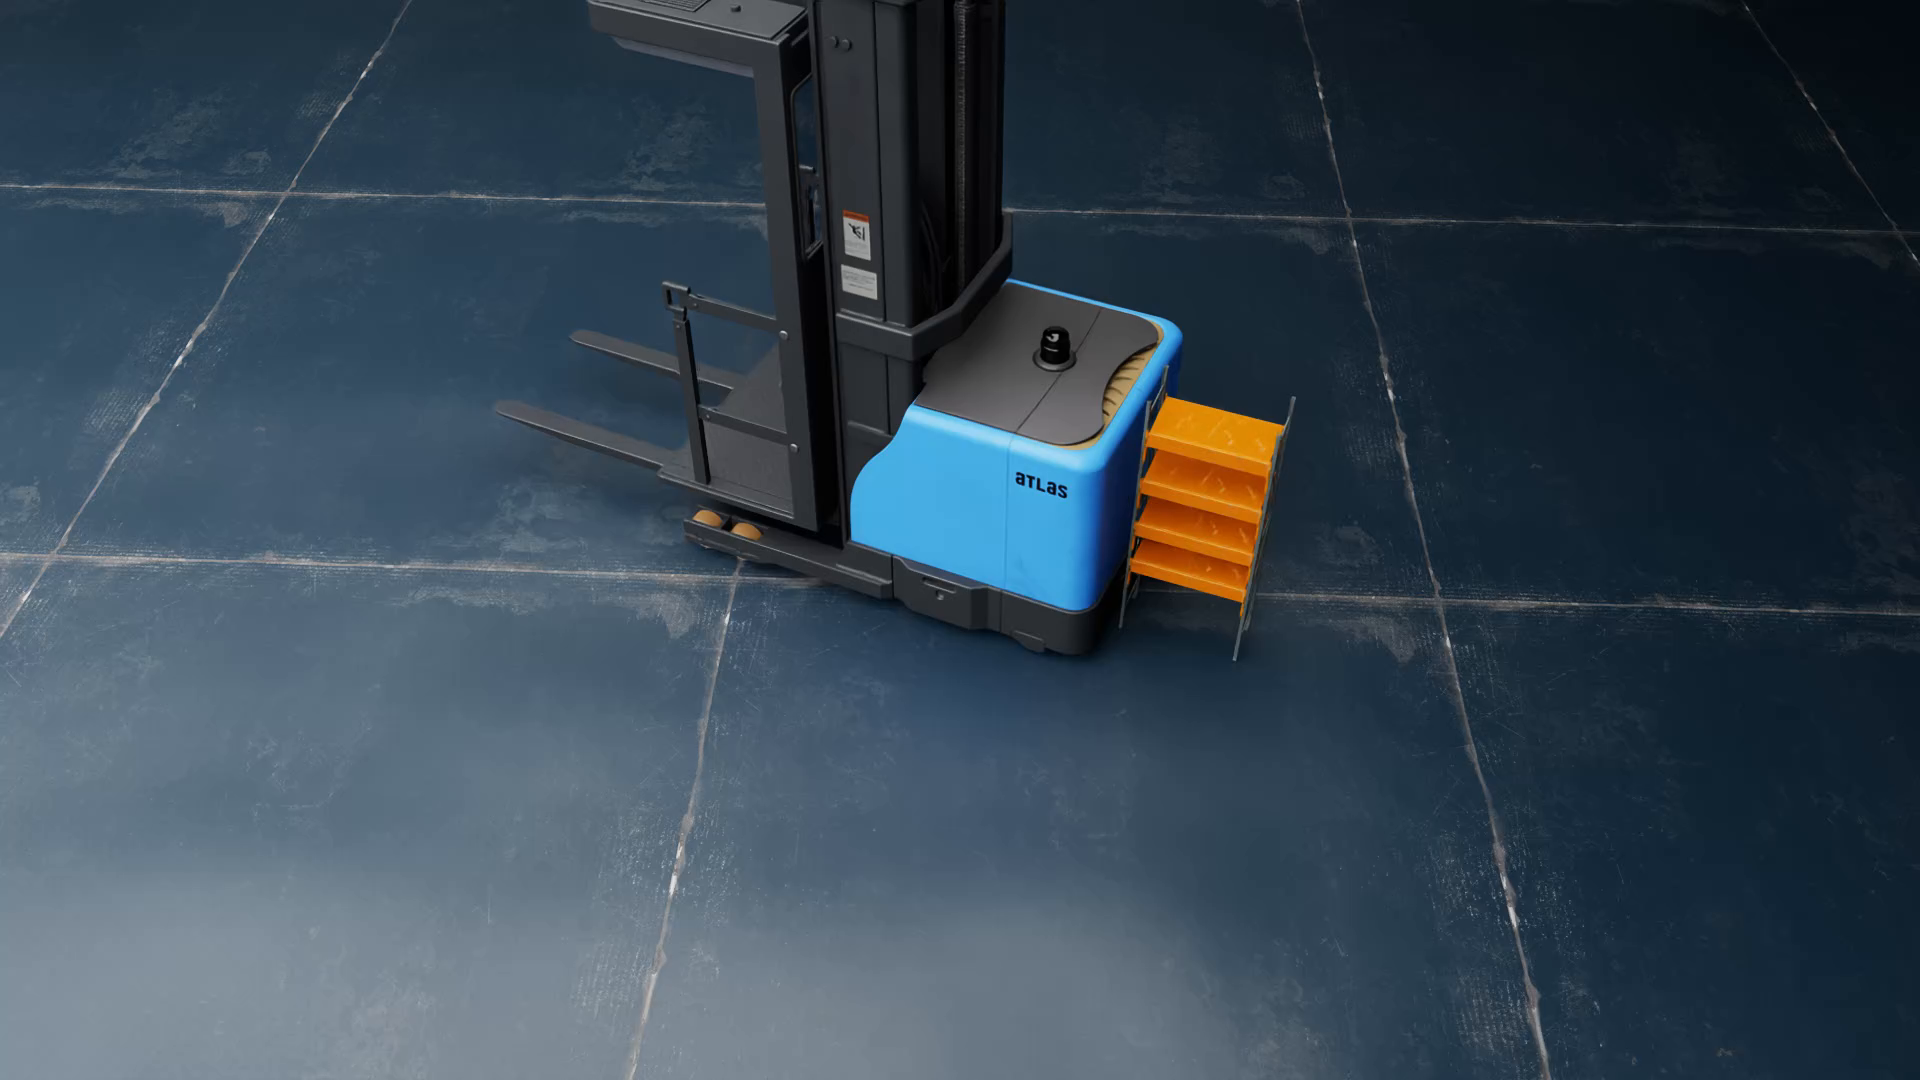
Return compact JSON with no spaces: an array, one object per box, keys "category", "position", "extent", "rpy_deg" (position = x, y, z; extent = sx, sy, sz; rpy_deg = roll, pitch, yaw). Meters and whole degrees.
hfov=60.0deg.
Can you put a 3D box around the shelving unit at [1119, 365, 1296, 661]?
[{"category":"shelving unit","position":[0.951,-0.082,6.535],"extent":[0.503,1.200,0.258],"rpy_deg":[16,45,15]}]

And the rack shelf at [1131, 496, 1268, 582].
[{"category":"rack shelf","position":[0.950,-0.033,6.581],"extent":[0.480,0.148,0.258],"rpy_deg":[16,45,15]}]

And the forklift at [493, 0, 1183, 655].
[{"category":"forklift","position":[-0.643,-1.290,6.570],"extent":[3.031,2.935,1.130],"rpy_deg":[18,46,18]}]

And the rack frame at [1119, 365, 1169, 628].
[{"category":"rack frame","position":[0.724,-0.146,6.596],"extent":[0.015,1.200,0.240],"rpy_deg":[16,45,15]}]

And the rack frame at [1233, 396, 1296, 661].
[{"category":"rack frame","position":[1.178,-0.017,6.473],"extent":[0.015,1.200,0.240],"rpy_deg":[16,45,15]}]

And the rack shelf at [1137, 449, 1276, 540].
[{"category":"rack shelf","position":[0.955,-0.195,6.427],"extent":[0.480,0.148,0.258],"rpy_deg":[16,45,15]}]

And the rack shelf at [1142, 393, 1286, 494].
[{"category":"rack shelf","position":[0.959,-0.367,6.264],"extent":[0.480,0.148,0.258],"rpy_deg":[16,45,15]}]

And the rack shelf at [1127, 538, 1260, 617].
[{"category":"rack shelf","position":[0.946,0.111,6.717],"extent":[0.480,0.148,0.258],"rpy_deg":[16,45,15]}]
